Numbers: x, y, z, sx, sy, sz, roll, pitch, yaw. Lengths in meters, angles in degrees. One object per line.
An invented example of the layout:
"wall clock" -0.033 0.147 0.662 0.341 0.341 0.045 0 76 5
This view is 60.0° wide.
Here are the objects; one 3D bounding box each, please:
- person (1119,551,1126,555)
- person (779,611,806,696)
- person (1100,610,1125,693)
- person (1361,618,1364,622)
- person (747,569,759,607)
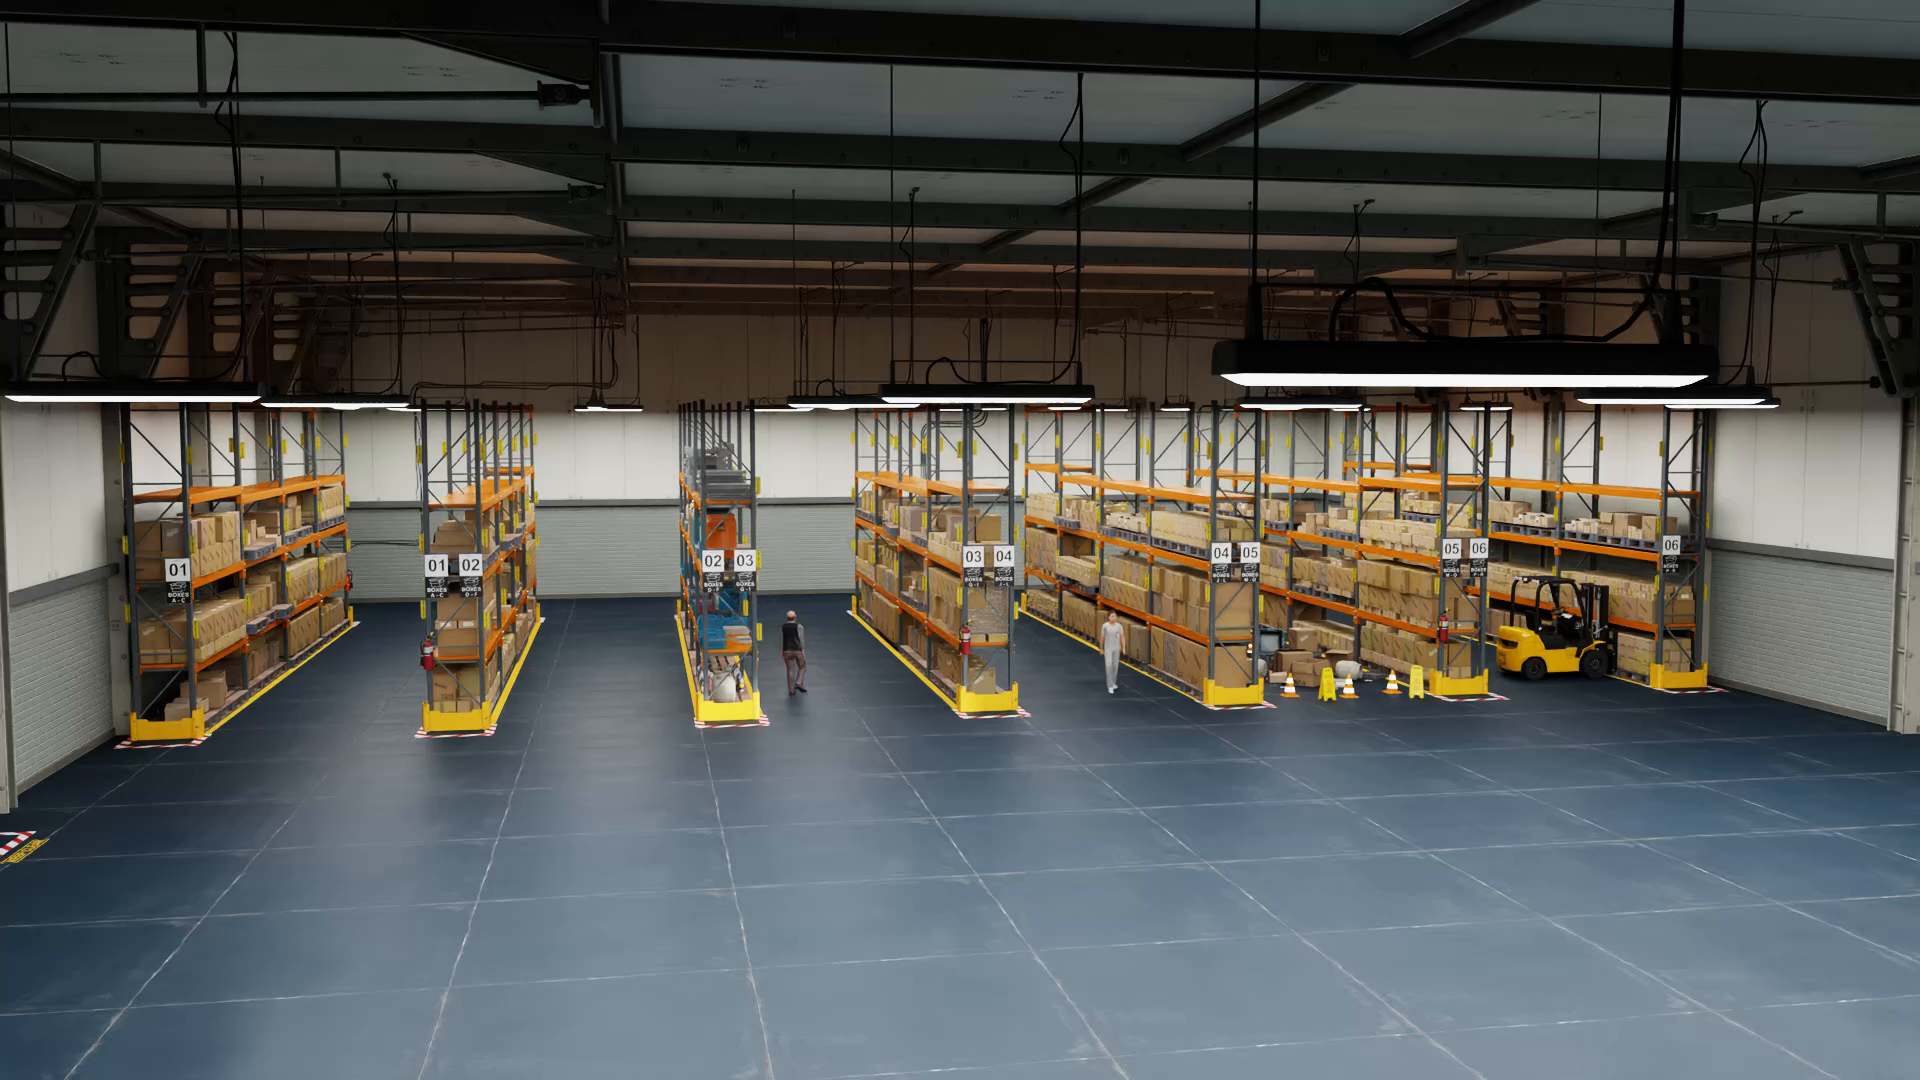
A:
"person" 4.898 1.140 49.825 1.042 1.625 0.436 0 4 6
"person" -3.412 2.295 33.885 0.558 1.701 0.472 0 4 4
"person" 3.172 2.297 34.494 0.498 1.702 0.639 -1 4 -9
"person" 10.944 1.520 45.314 0.627 1.579 0.672 0 4 -1
"person" -6.217 1.116 49.231 0.564 1.729 1.055 -1 4 -15
